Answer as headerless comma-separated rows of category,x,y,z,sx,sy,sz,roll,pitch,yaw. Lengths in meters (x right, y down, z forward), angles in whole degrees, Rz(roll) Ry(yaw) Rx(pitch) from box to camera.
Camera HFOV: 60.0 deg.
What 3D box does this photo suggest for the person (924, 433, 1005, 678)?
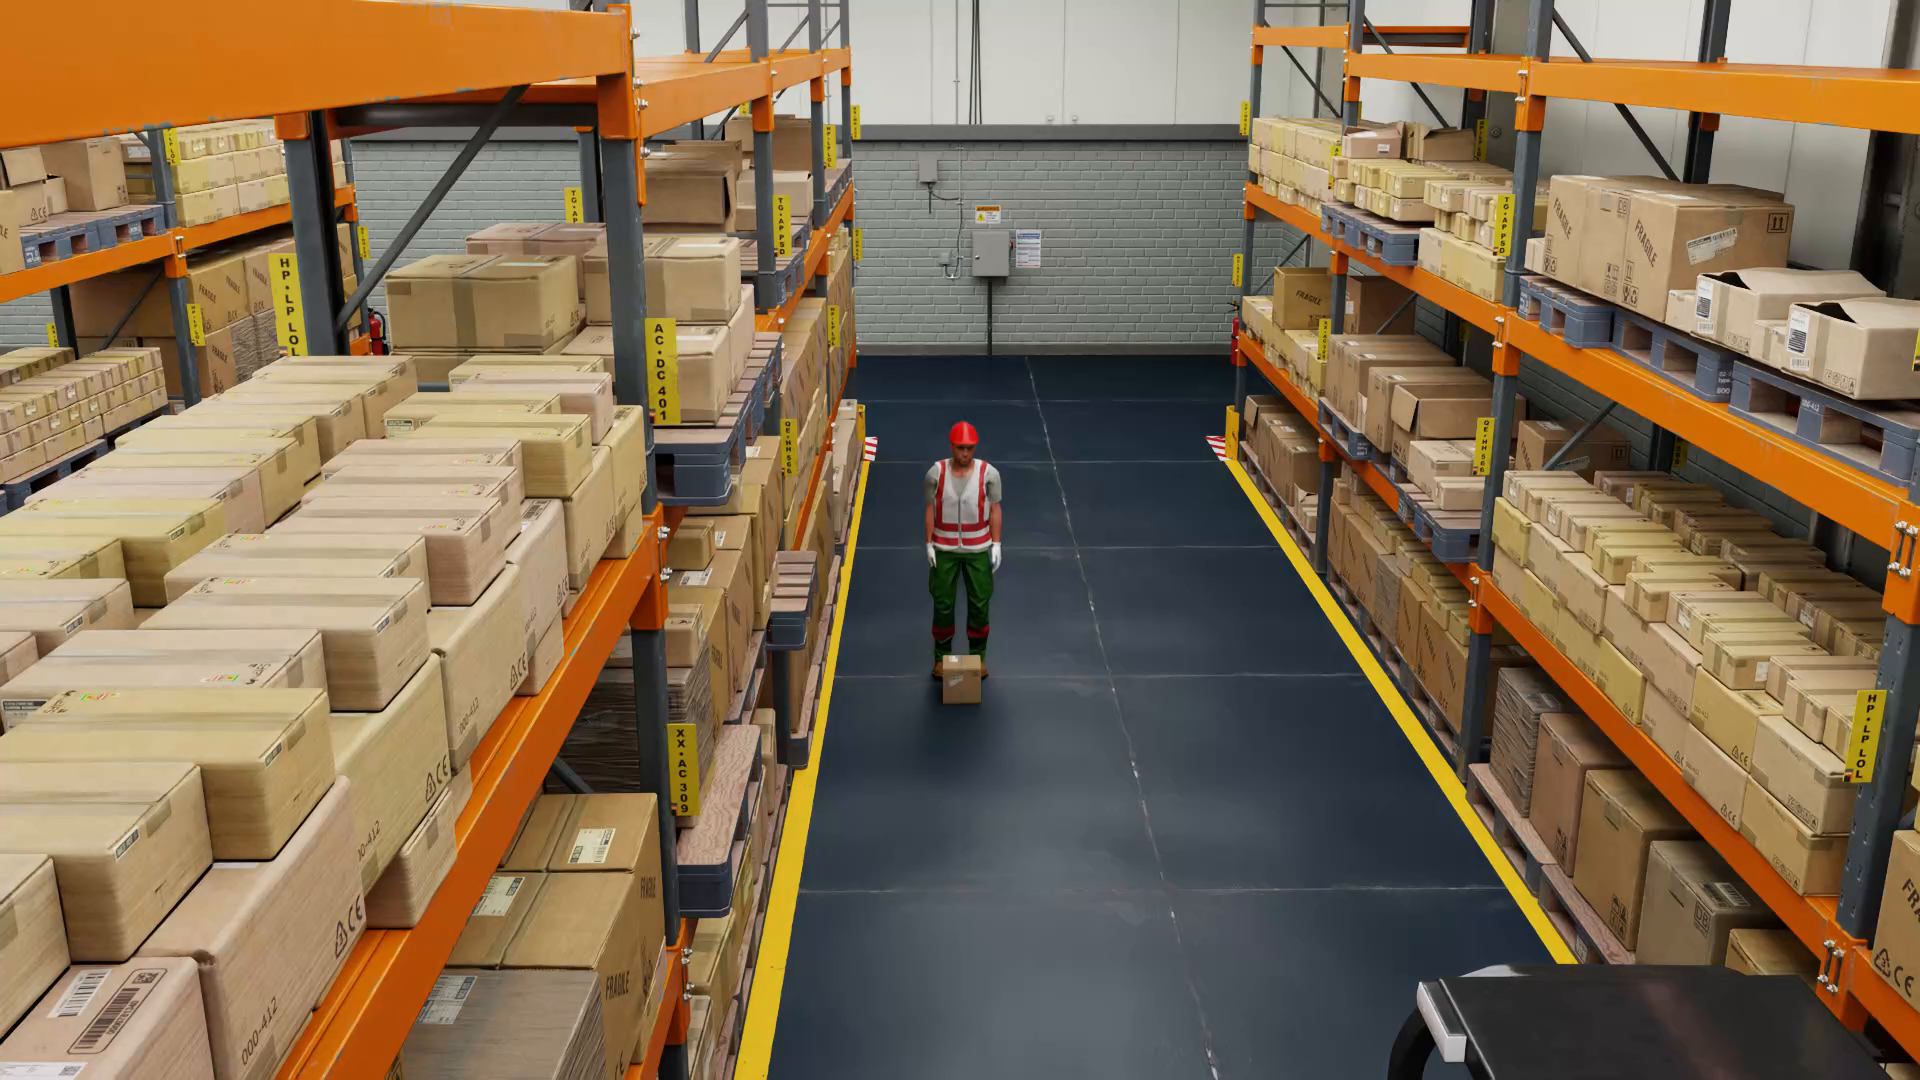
person,0.033,0.097,11.300,0.547,1.724,0.478,0,17,1
